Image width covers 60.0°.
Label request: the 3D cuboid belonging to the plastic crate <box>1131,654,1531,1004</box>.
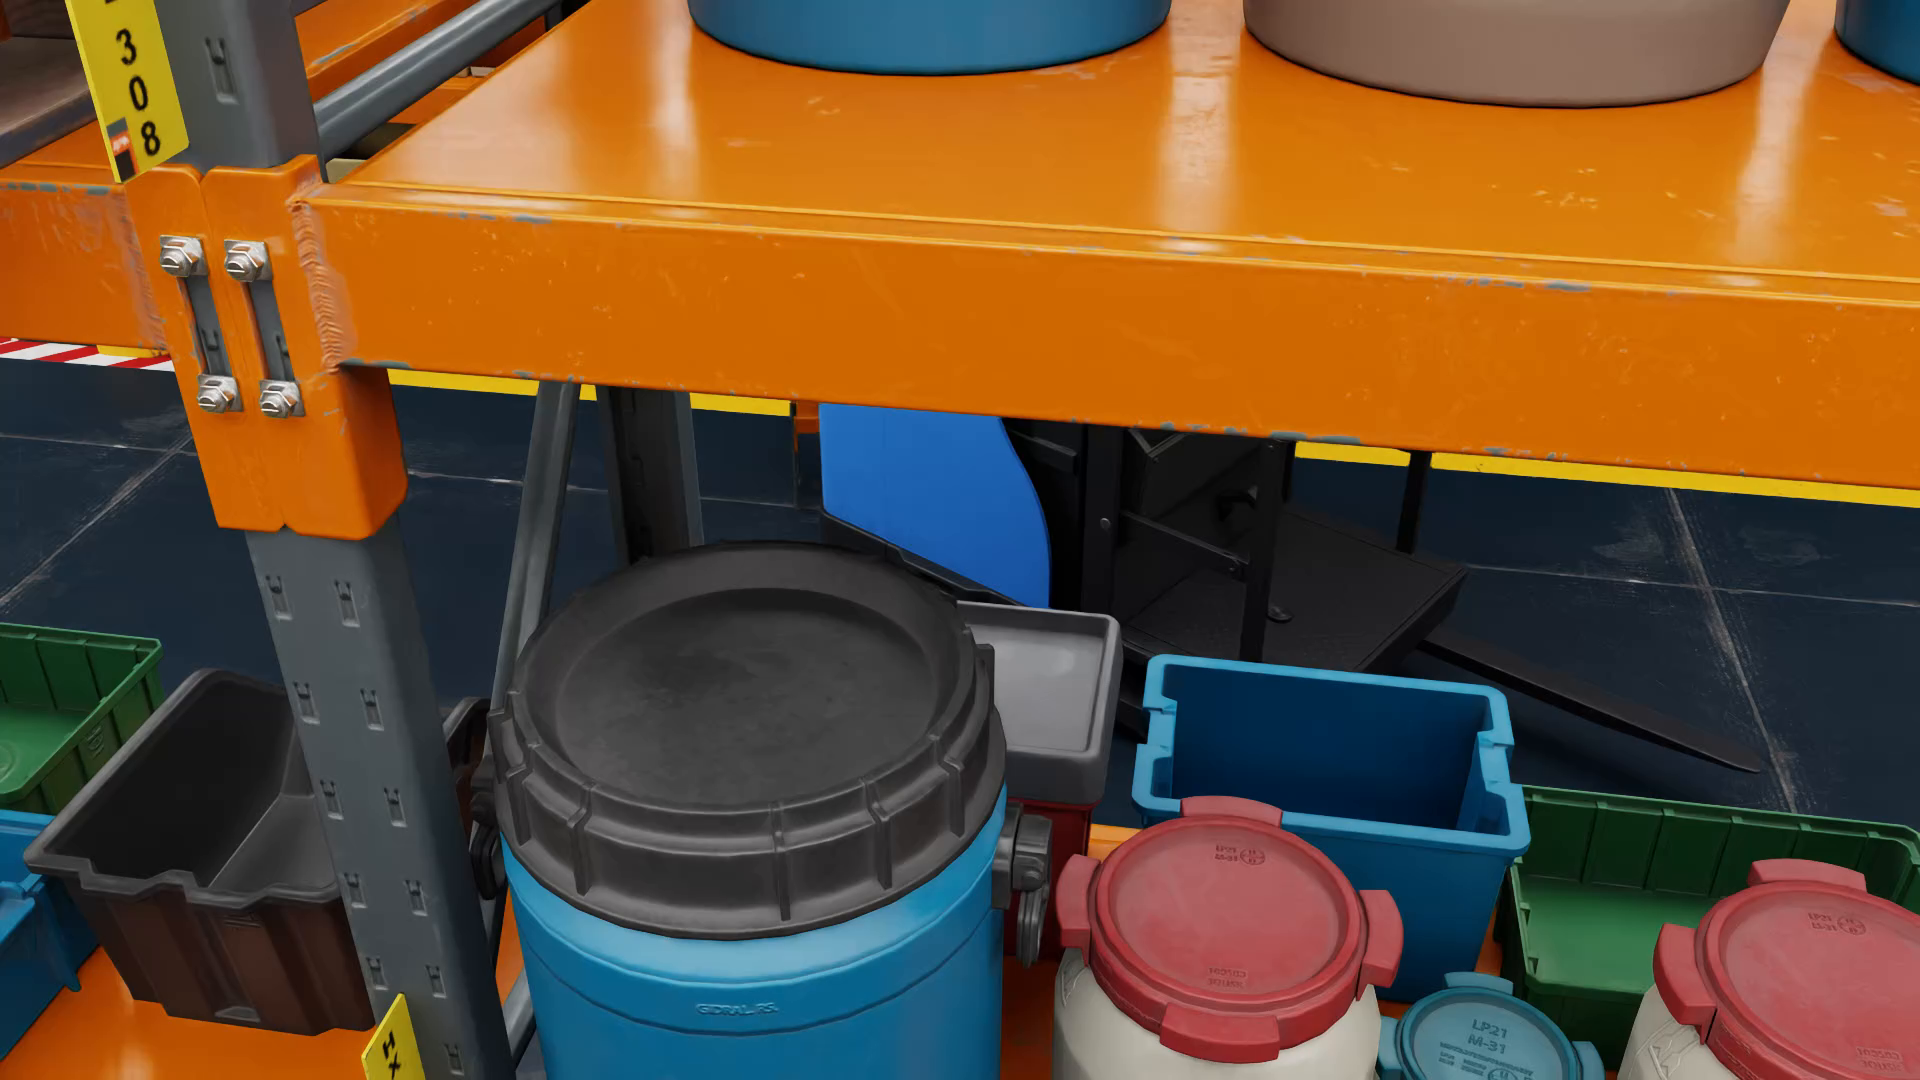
[{"bbox_3d":[0.566,0.478,2.674,0.575,0.384,0.392,5,32,8],"label":"plastic crate"}]

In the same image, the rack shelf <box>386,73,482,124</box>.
[{"bbox_3d":[-1.708,-1.928,7.181,4.000,0.370,1.077,5,32,8],"label":"rack shelf"}]

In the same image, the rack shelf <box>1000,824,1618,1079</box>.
[{"bbox_3d":[1.398,1.019,2.473,4.000,0.370,1.077,5,32,8],"label":"rack shelf"}]

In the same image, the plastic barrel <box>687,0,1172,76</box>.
[{"bbox_3d":[-0.036,-1.016,1.747,0.708,0.901,0.600,5,32,8],"label":"plastic barrel"}]

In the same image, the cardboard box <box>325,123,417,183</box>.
[{"bbox_3d":[-2.695,-1.534,7.363,0.500,0.500,0.500,5,32,8],"label":"cardboard box"}]

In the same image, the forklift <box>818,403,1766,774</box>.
[{"bbox_3d":[0.955,-0.791,4.752,3.031,2.935,1.130,24,39,33],"label":"forklift"}]

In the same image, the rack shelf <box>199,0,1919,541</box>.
[{"bbox_3d":[1.398,-0.252,1.677,4.000,0.370,1.077,5,32,8],"label":"rack shelf"}]

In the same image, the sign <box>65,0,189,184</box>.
[{"bbox_3d":[-0.677,-0.453,1.311,0.005,0.325,0.100,5,32,8],"label":"sign"}]

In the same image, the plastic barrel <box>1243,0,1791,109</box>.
[{"bbox_3d":[0.609,-0.958,1.654,0.600,0.901,0.600,0,32,0],"label":"plastic barrel"}]

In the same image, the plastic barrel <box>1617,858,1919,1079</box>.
[{"bbox_3d":[1.056,0.744,2.107,0.433,0.535,0.433,0,32,0],"label":"plastic barrel"}]

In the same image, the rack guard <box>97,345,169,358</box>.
[{"bbox_3d":[-3.703,-1.354,7.942,0.348,0.500,1.175,5,32,8],"label":"rack guard"}]

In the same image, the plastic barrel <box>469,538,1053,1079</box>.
[{"bbox_3d":[-0.244,0.516,2.126,0.708,0.901,0.600,5,32,8],"label":"plastic barrel"}]

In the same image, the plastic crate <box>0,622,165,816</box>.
[{"bbox_3d":[-1.864,0.357,3.053,0.662,0.188,0.450,5,32,8],"label":"plastic crate"}]

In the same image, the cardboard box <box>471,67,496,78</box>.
[{"bbox_3d":[-1.695,-2.269,6.953,0.500,0.500,0.700,6,33,10],"label":"cardboard box"}]

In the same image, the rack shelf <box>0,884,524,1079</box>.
[{"bbox_3d":[-2.545,0.662,3.043,4.000,0.370,1.077,5,32,8],"label":"rack shelf"}]

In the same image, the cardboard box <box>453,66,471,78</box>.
[{"bbox_3d":[-2.214,-2.314,7.025,0.500,0.500,0.700,5,32,9],"label":"cardboard box"}]

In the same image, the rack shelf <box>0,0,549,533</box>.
[{"bbox_3d":[-2.545,-0.609,2.247,4.000,0.370,1.077,5,32,8],"label":"rack shelf"}]

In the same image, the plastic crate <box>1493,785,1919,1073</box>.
[{"bbox_3d":[1.191,0.633,2.611,0.662,0.188,0.450,5,32,8],"label":"plastic crate"}]

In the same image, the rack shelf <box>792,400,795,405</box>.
[{"bbox_3d":[-0.391,-0.638,6.266,0.480,0.148,0.258,-2,32,-3],"label":"rack shelf"}]

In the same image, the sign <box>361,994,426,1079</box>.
[{"bbox_3d":[-0.677,0.705,2.036,0.005,0.325,0.100,5,32,8],"label":"sign"}]

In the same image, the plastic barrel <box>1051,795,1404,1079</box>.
[{"bbox_3d":[0.333,0.678,2.211,0.433,0.535,0.433,0,32,0],"label":"plastic barrel"}]

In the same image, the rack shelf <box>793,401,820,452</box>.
[{"bbox_3d":[-0.391,-0.470,6.371,0.480,0.148,0.258,-2,32,-3],"label":"rack shelf"}]

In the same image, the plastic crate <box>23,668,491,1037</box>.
[{"bbox_3d":[-1.068,0.449,2.764,0.504,0.338,0.767,5,32,8],"label":"plastic crate"}]

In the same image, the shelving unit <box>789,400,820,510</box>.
[{"bbox_3d":[-0.391,-0.695,6.230,0.503,1.200,0.258,-2,32,-3],"label":"shelving unit"}]

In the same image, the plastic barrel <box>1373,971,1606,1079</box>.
[{"bbox_3d":[0.705,0.793,2.287,0.301,0.262,0.301,0,32,0],"label":"plastic barrel"}]

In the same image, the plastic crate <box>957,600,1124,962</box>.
[{"bbox_3d":[-0.045,0.392,2.737,0.583,0.464,0.402,5,32,8],"label":"plastic crate"}]

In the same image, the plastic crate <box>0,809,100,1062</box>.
[{"bbox_3d":[-1.710,0.642,2.537,0.616,0.251,0.499,5,32,8],"label":"plastic crate"}]

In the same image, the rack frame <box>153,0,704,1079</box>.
[{"bbox_3d":[-0.574,0.537,2.564,0.053,2.616,0.949,5,32,8],"label":"rack frame"}]

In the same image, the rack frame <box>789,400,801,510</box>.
[{"bbox_3d":[-0.635,-0.688,6.218,0.015,1.200,0.240,-2,32,-3],"label":"rack frame"}]

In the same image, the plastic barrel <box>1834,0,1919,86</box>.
[{"bbox_3d":[1.254,-0.900,1.560,0.708,0.901,0.600,5,32,8],"label":"plastic barrel"}]
